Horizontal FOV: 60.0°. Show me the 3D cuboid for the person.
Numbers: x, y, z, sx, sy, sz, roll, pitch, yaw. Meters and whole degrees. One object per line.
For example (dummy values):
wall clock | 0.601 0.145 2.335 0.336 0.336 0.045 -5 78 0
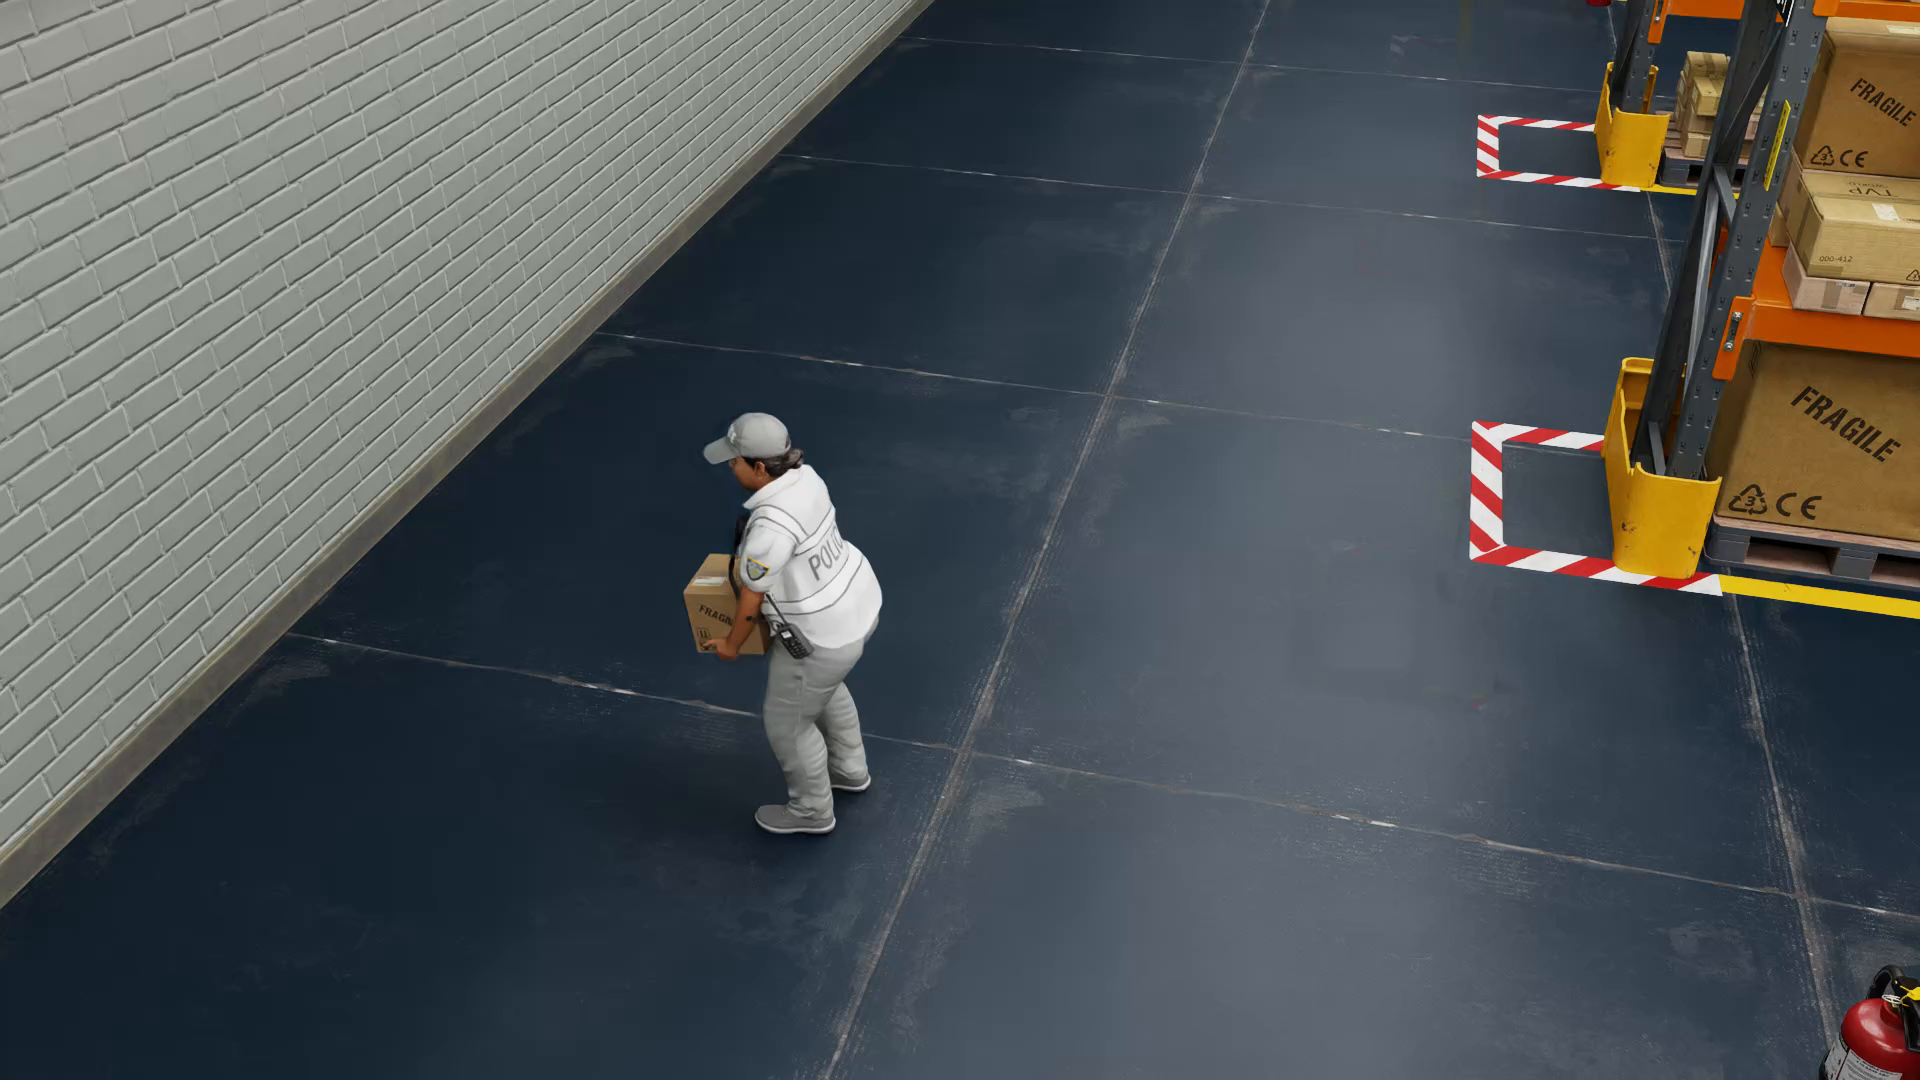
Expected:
person | -0.567 0.298 5.716 0.580 1.634 0.448 8 34 11
